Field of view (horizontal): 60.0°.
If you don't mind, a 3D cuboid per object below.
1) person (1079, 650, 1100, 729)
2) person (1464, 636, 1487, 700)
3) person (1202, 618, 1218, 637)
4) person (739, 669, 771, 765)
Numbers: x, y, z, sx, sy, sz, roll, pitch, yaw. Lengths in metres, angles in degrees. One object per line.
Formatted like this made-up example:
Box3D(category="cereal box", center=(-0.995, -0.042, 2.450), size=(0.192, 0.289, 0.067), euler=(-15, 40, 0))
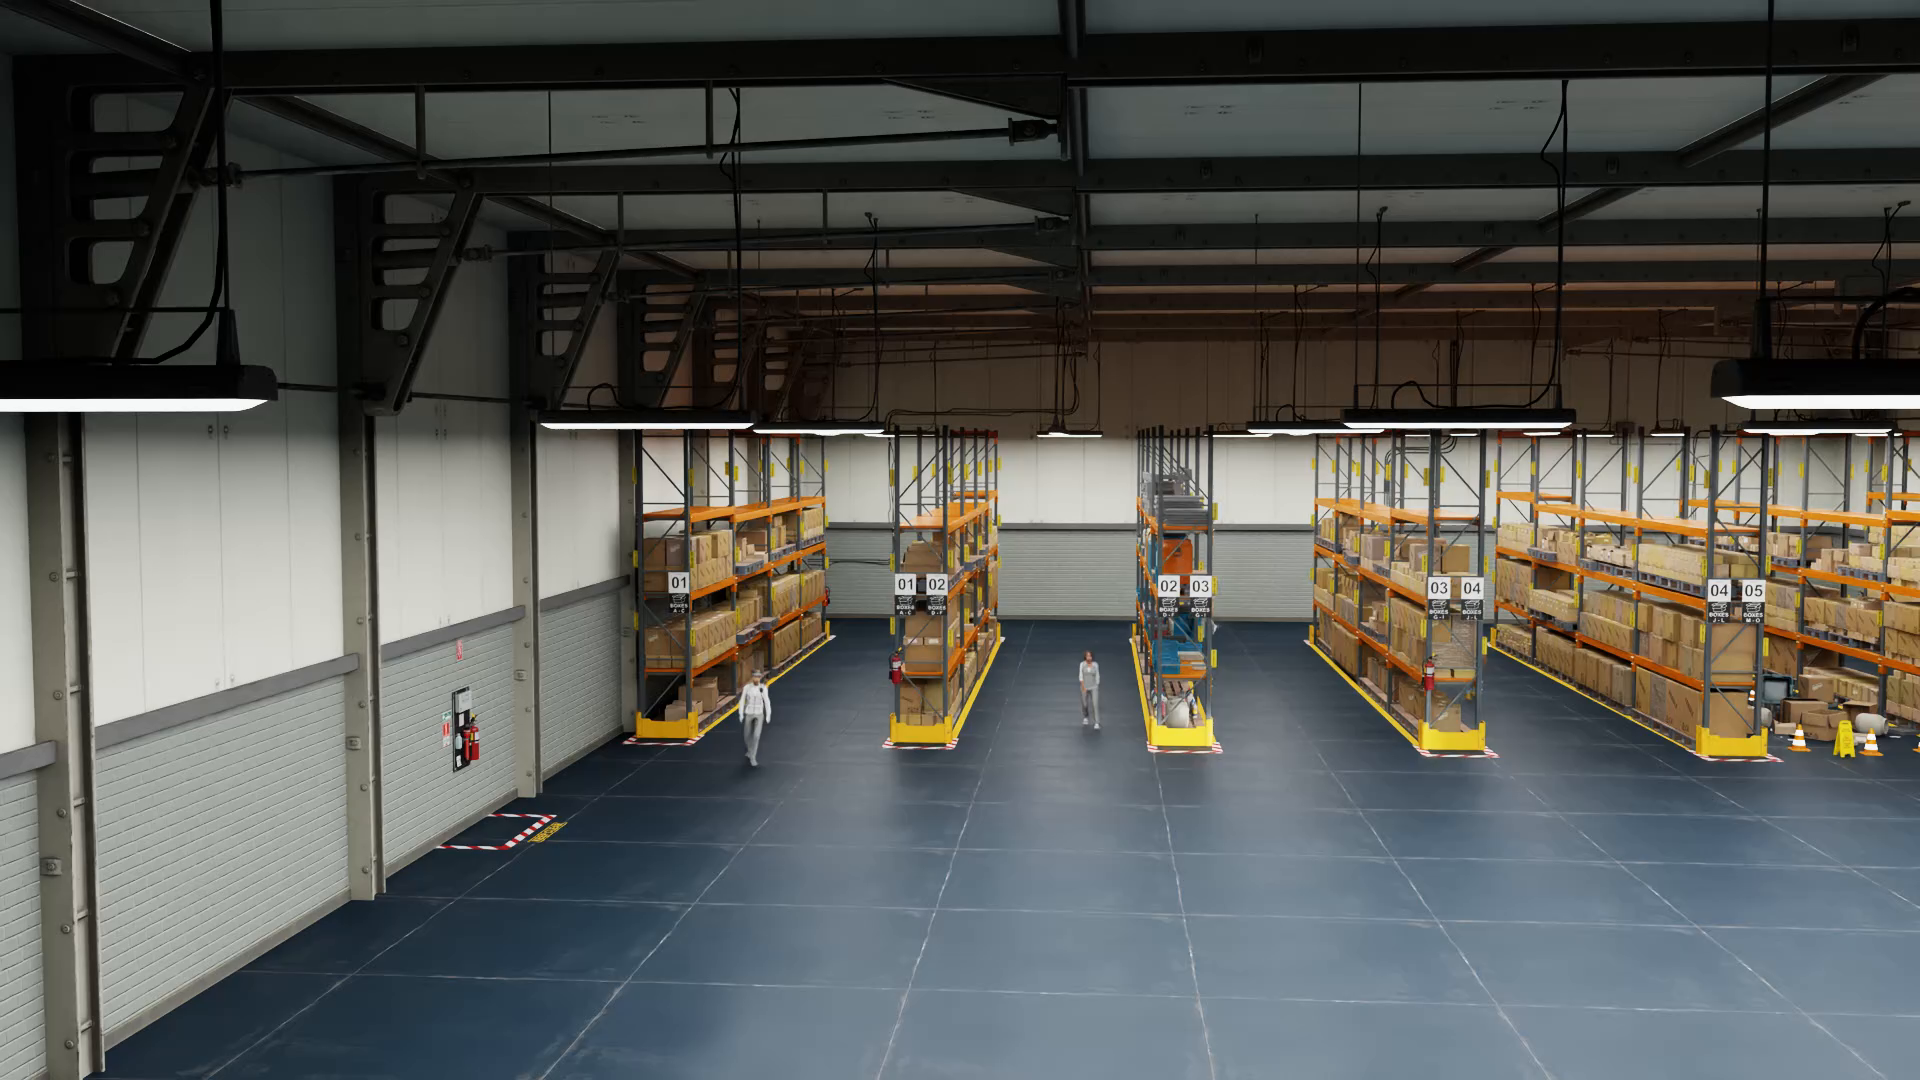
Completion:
Box3D(category="person", center=(2.605, 2.962, 33.074), size=(0.444, 1.555, 0.733), euler=(1, 4, 15))
Box3D(category="person", center=(11.373, 2.628, 36.955), size=(0.621, 1.793, 0.665), euler=(0, 3, 4))
Box3D(category="person", center=(7.126, 1.987, 48.182), size=(0.708, 1.651, 0.439), euler=(0, 3, 3))
Box3D(category="person", center=(-3.653, 3.138, 29.627), size=(0.569, 1.673, 0.739), euler=(0, 3, -8))
